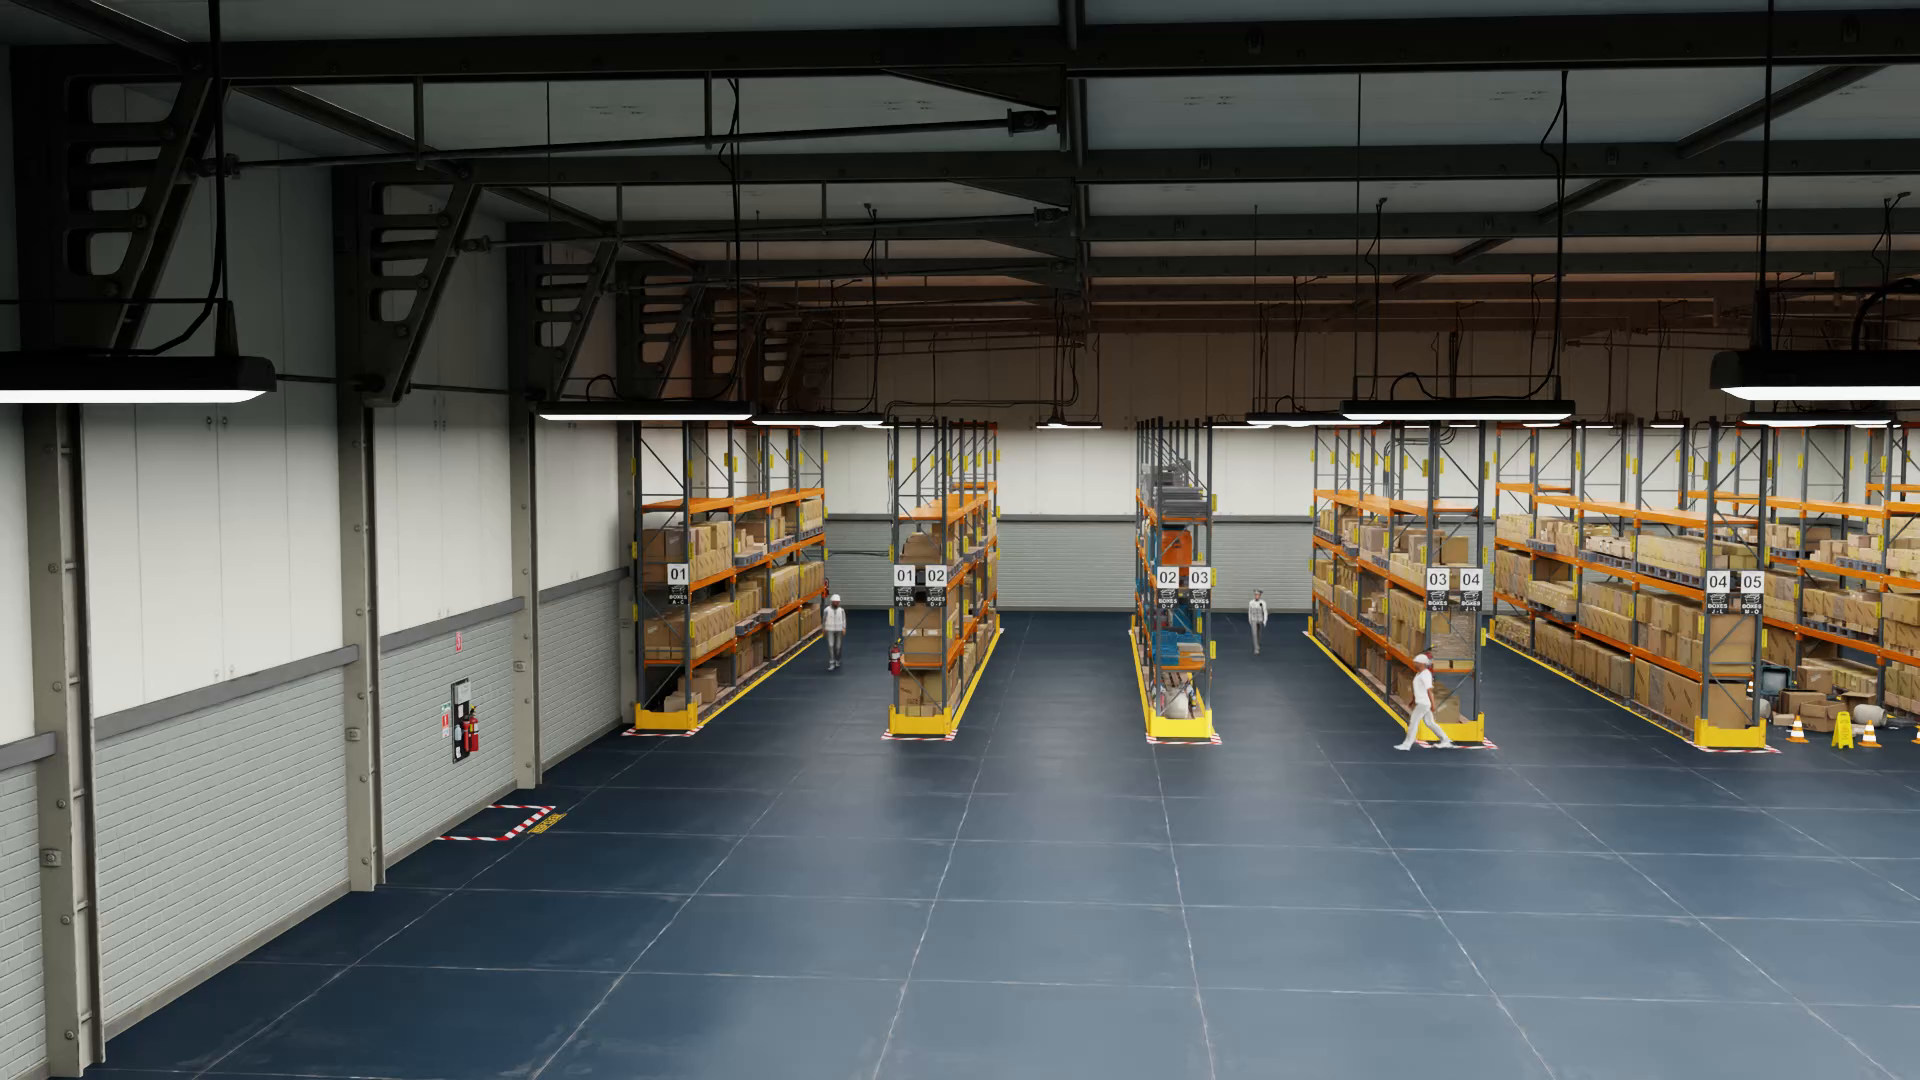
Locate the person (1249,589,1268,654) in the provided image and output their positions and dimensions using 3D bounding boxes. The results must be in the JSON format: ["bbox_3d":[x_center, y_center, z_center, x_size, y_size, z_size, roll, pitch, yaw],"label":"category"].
[{"bbox_3d":[7.716,2.081,42.981,0.458,1.624,1.034,0,4,2],"label":"person"}]

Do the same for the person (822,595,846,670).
[{"bbox_3d":[-3.000,2.229,40.189,0.561,1.789,0.676,-1,4,-17],"label":"person"}]

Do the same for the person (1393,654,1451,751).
[{"bbox_3d":[8.289,2.910,29.792,1.016,1.723,0.649,1,4,9],"label":"person"}]
